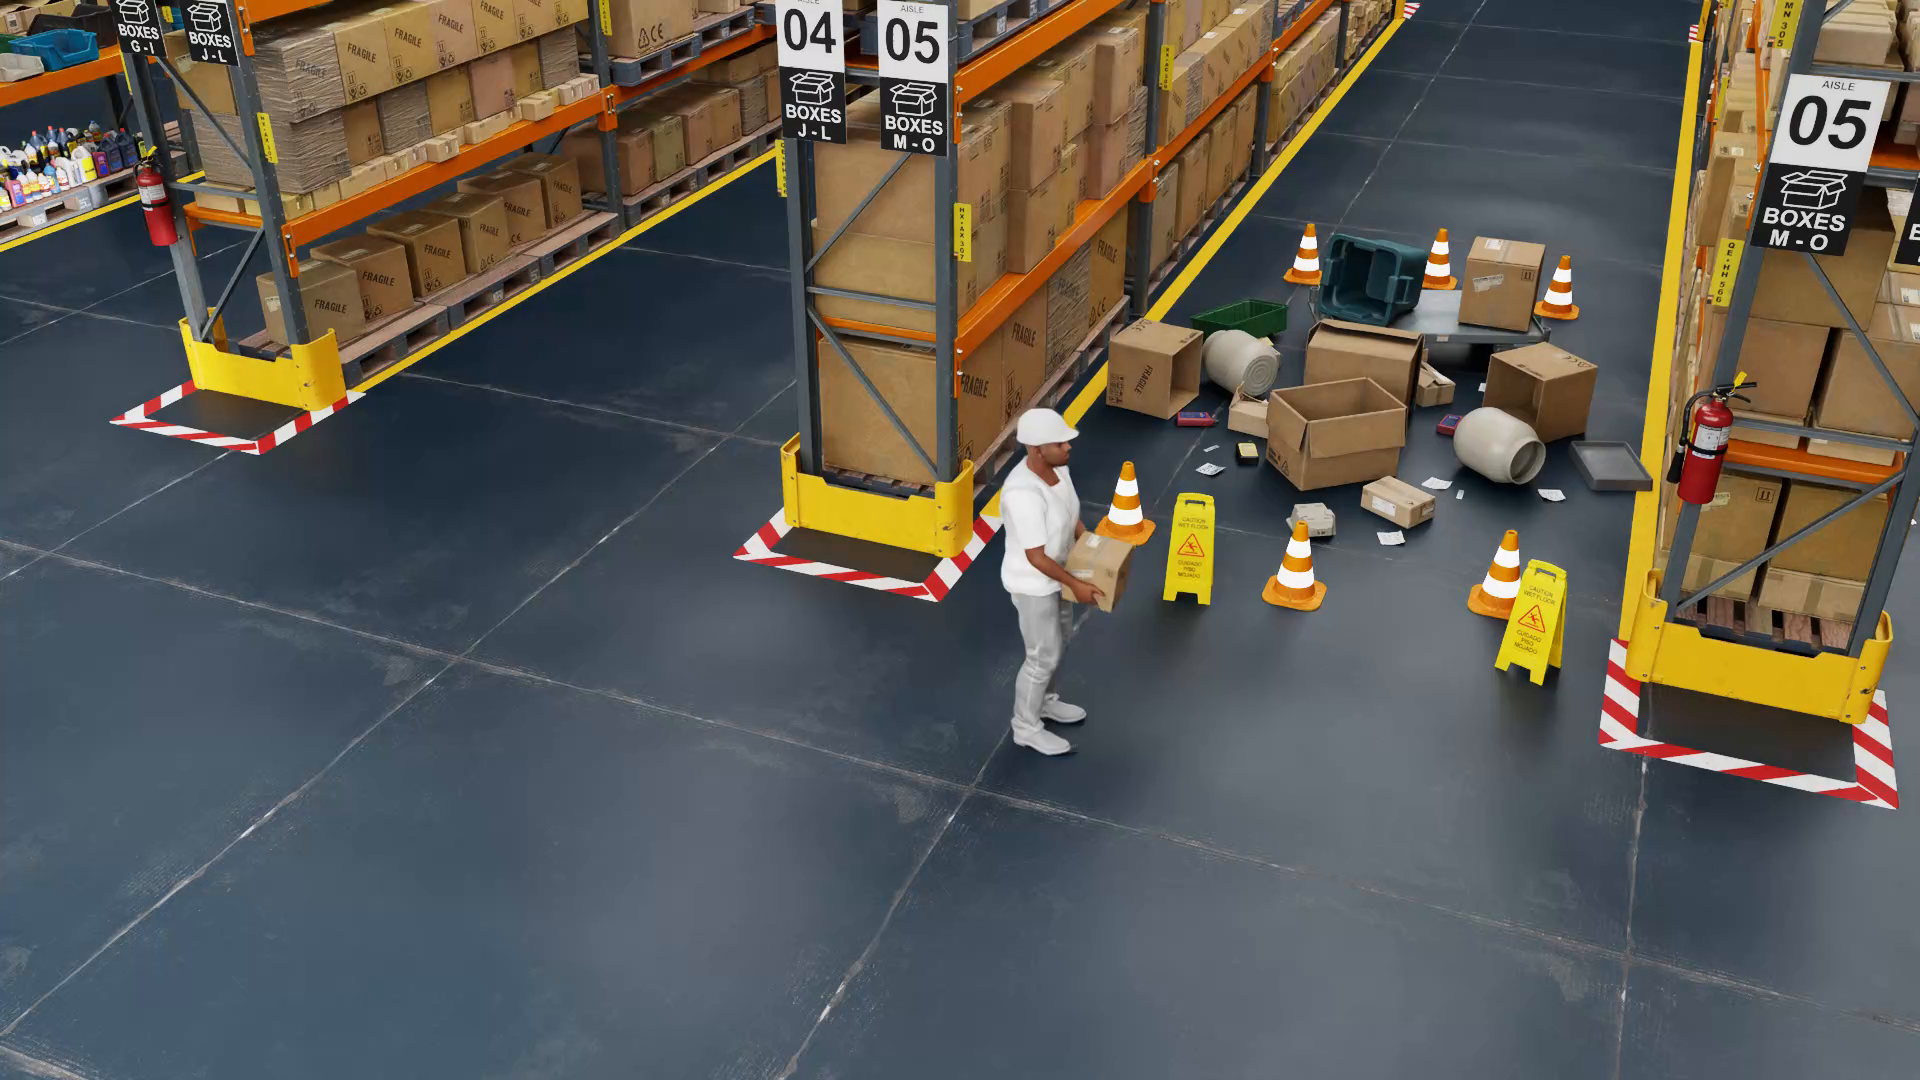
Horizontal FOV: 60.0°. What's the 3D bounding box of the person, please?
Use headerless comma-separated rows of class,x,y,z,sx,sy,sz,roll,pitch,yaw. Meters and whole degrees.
person,0.442,0.184,8.054,0.454,1.761,0.636,10,31,17
